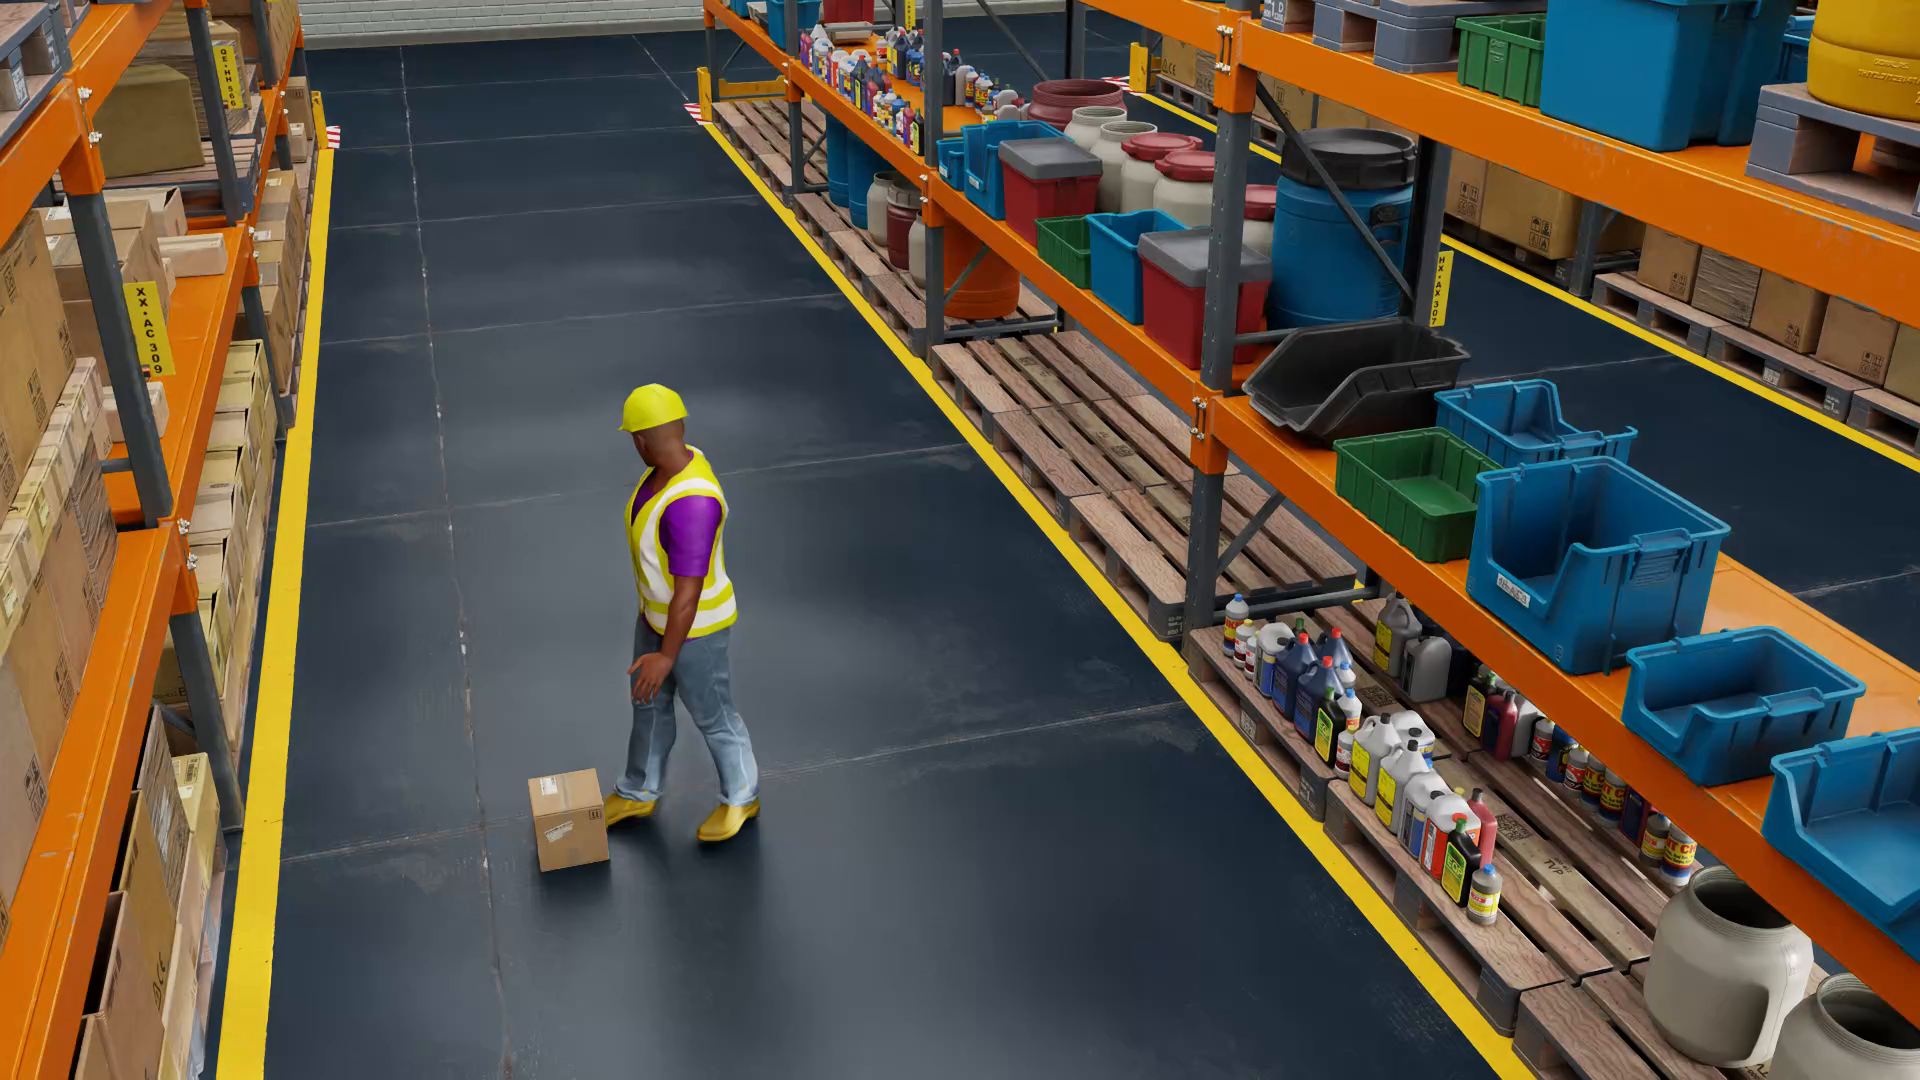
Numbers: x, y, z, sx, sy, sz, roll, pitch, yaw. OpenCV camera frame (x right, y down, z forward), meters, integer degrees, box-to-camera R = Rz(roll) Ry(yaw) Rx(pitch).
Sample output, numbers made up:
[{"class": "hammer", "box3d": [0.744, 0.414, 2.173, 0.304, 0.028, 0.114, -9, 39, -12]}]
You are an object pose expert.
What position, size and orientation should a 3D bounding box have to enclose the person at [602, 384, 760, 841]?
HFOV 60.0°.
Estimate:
[{"class": "person", "box3d": [-1.072, 0.304, 5.910, 0.668, 1.756, 0.630, -13, 29, -25]}]
